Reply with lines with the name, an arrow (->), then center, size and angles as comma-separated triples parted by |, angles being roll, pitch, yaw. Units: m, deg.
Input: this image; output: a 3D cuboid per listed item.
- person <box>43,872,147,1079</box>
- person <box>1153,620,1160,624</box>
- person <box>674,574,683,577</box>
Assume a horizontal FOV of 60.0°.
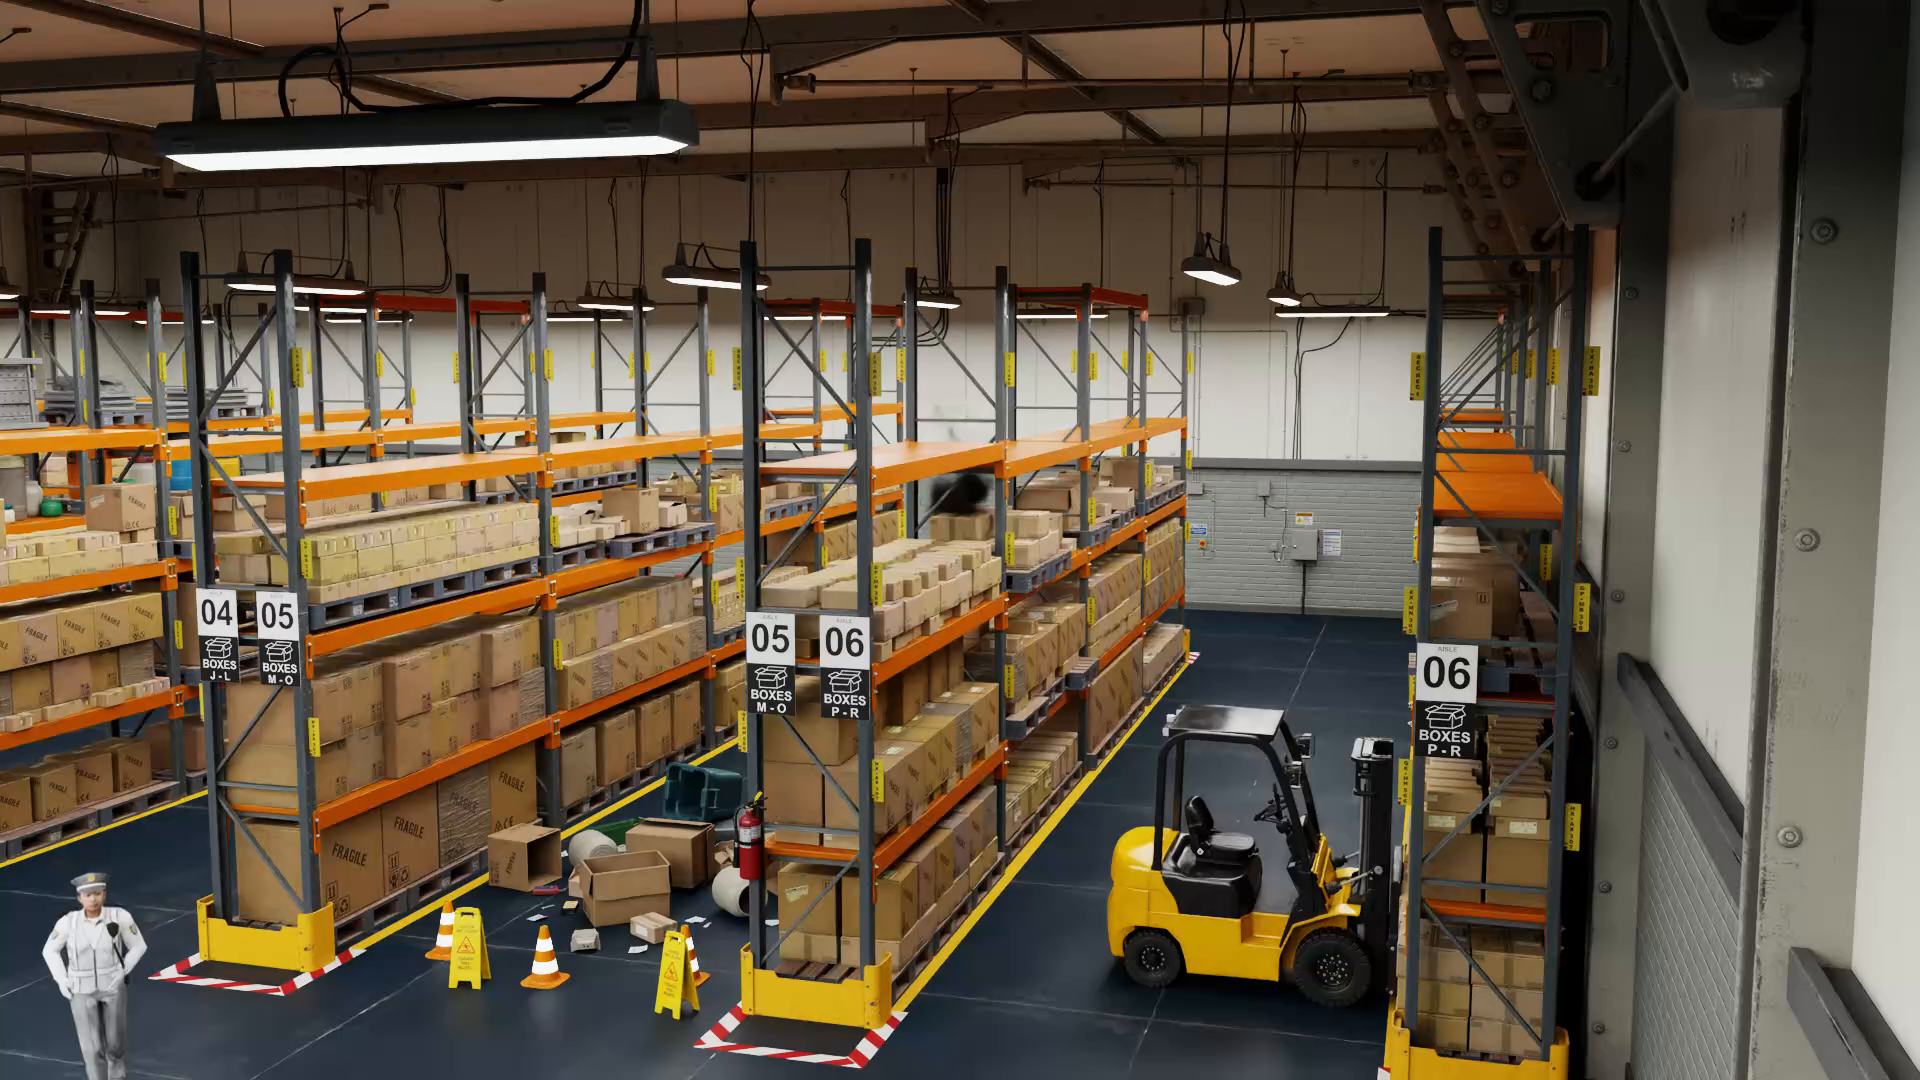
person -> -5.896, 3.071, 11.367 | 0.631, 1.691, 0.733 | -3, 7, -27
person -> 3.154, 1.025, 29.580 | 0.952, 1.638, 0.639 | 4, 7, 29
person -> -4.310, 1.412, 25.768 | 0.668, 1.786, 0.892 | 2, 7, 21
